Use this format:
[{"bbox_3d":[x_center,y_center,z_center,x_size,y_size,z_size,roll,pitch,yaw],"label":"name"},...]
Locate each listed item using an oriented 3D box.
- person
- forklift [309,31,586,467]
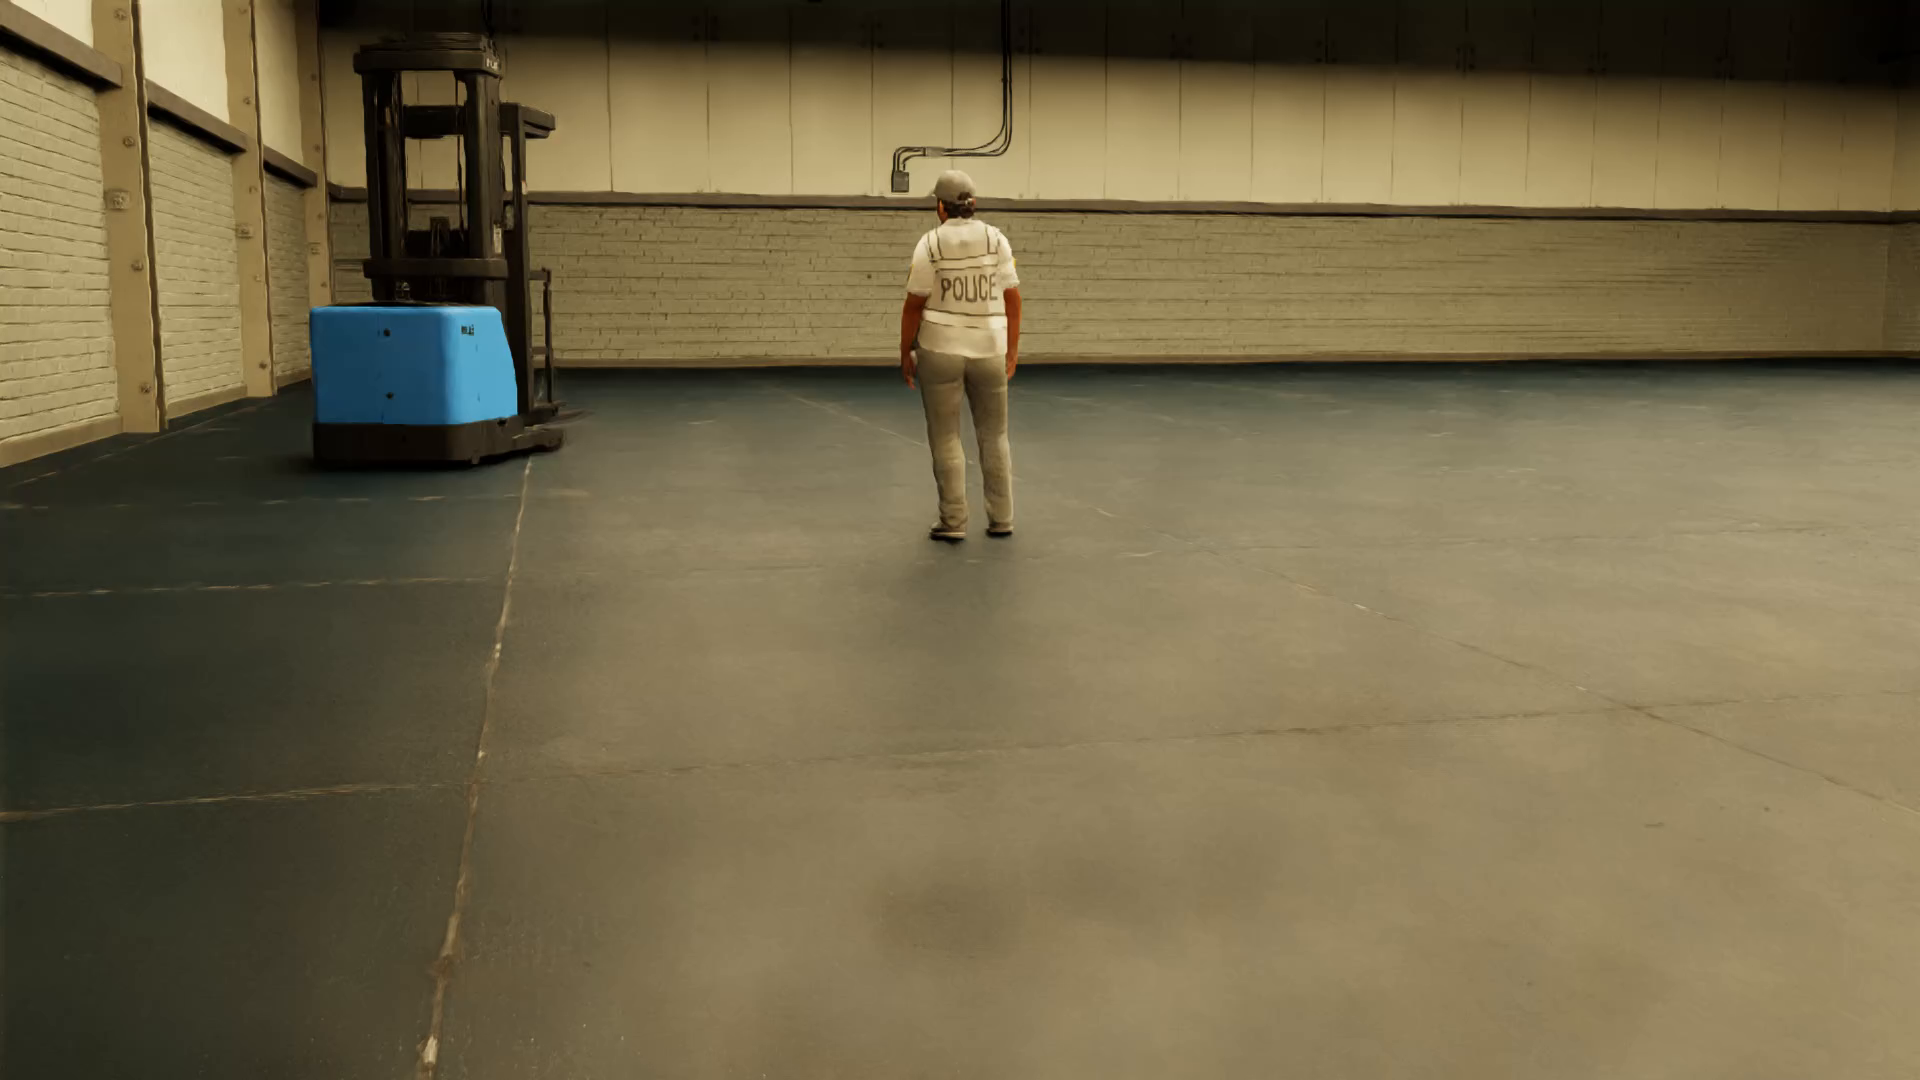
[{"bbox_3d":[0.004,-0.844,7.670,0.598,1.669,0.529,-2,8,-13],"label":"person"},{"bbox_3d":[-3.615,-2.112,12.218,1.130,2.935,3.031,1,8,6],"label":"forklift"}]
